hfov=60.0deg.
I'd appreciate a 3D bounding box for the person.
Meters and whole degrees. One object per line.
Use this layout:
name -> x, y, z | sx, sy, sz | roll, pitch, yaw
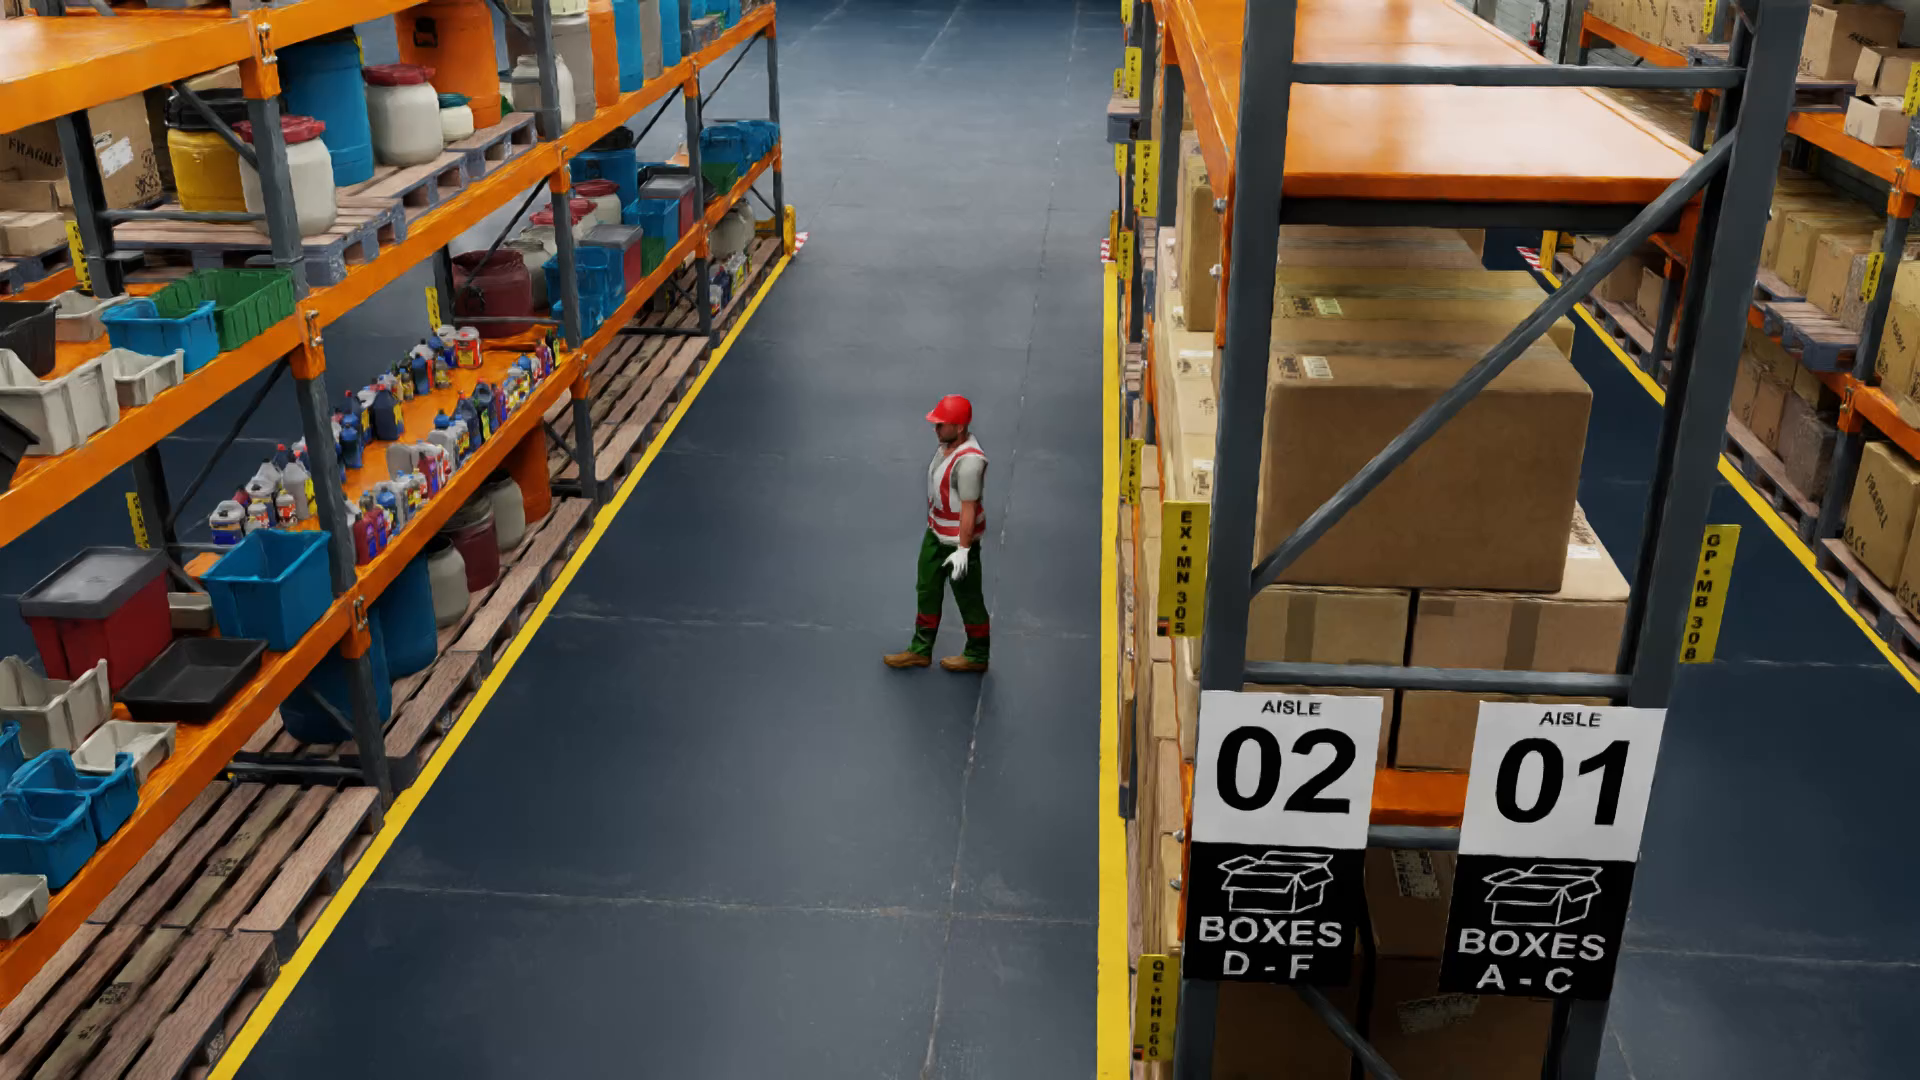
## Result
person -> -0.134, -0.013, 9.990 | 0.614, 1.786, 0.665 | -10, 26, -22
